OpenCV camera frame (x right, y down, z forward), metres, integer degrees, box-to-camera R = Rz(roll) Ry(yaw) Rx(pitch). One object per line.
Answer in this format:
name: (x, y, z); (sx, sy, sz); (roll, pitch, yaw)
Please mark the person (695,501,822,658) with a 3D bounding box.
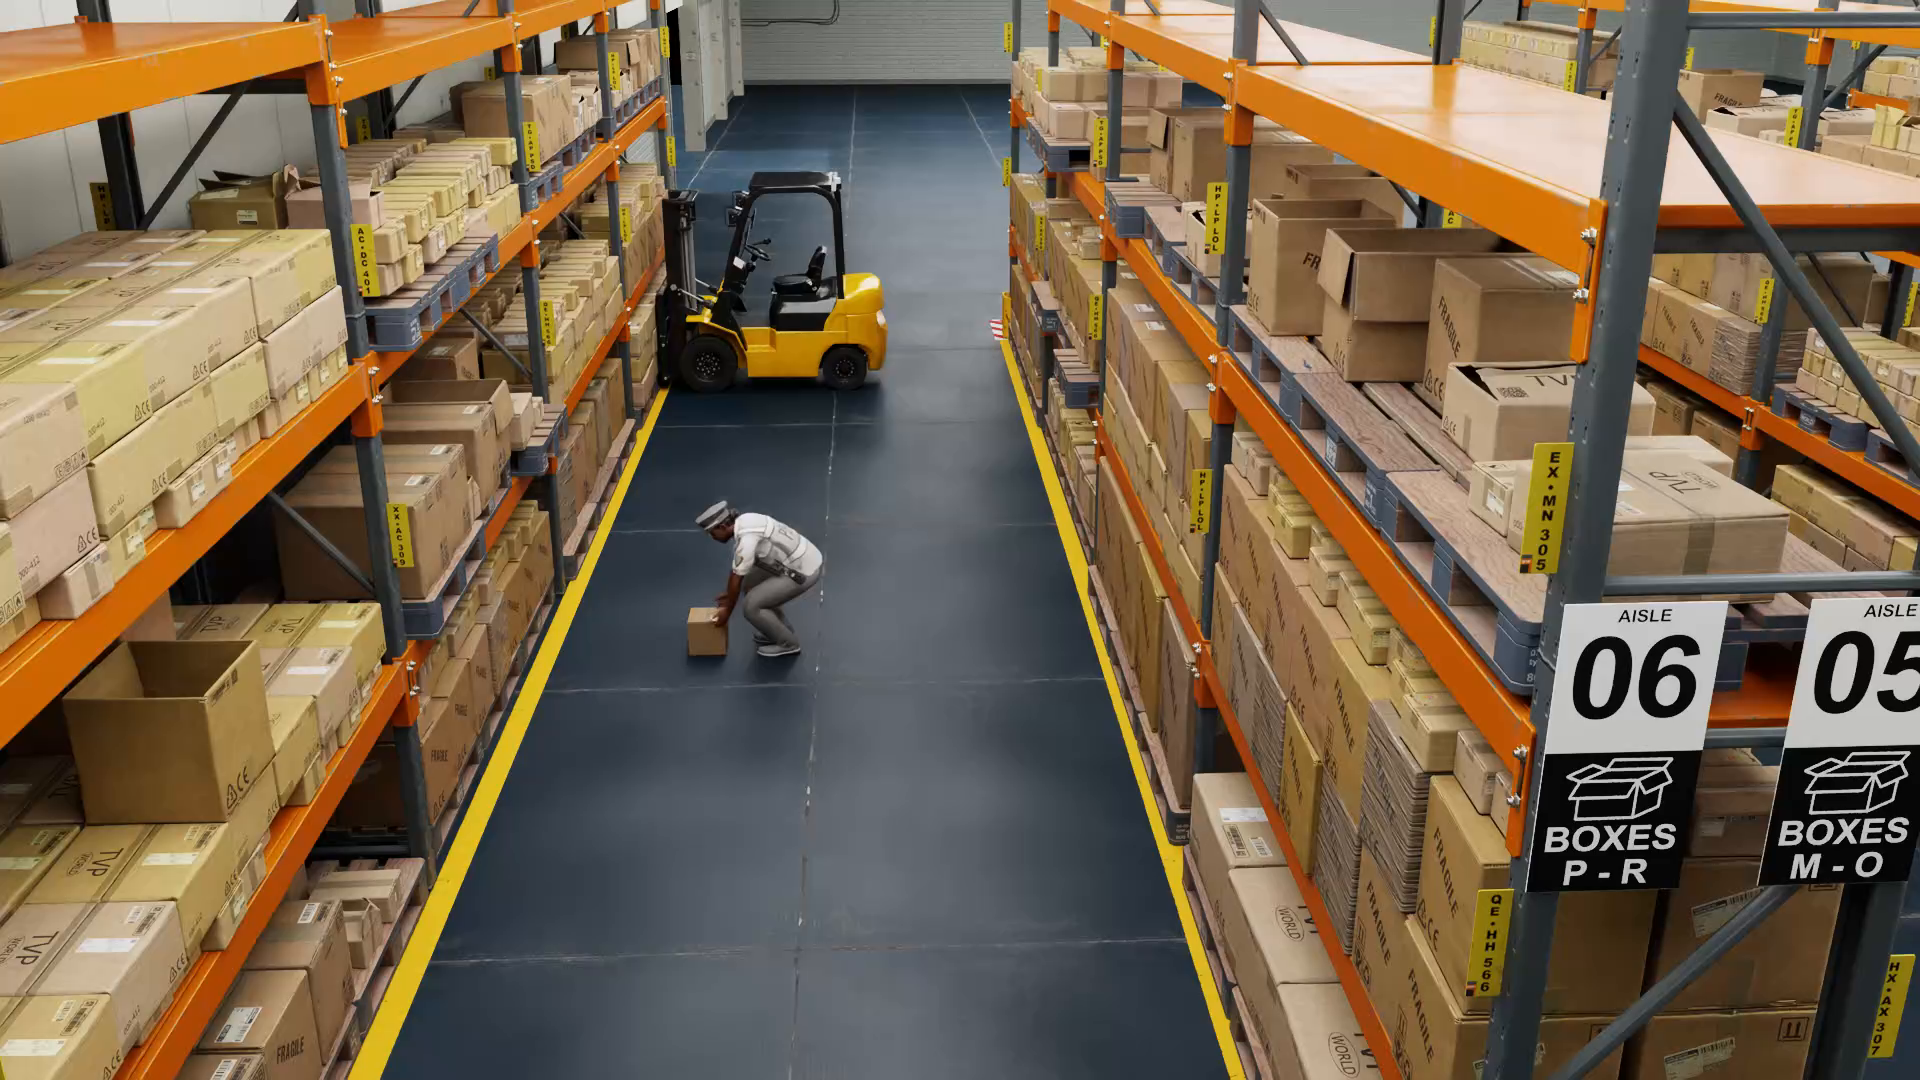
person: (-1.348, 0.246, 11.256); (0.835, 1.083, 0.489); (-1, 21, -3)
